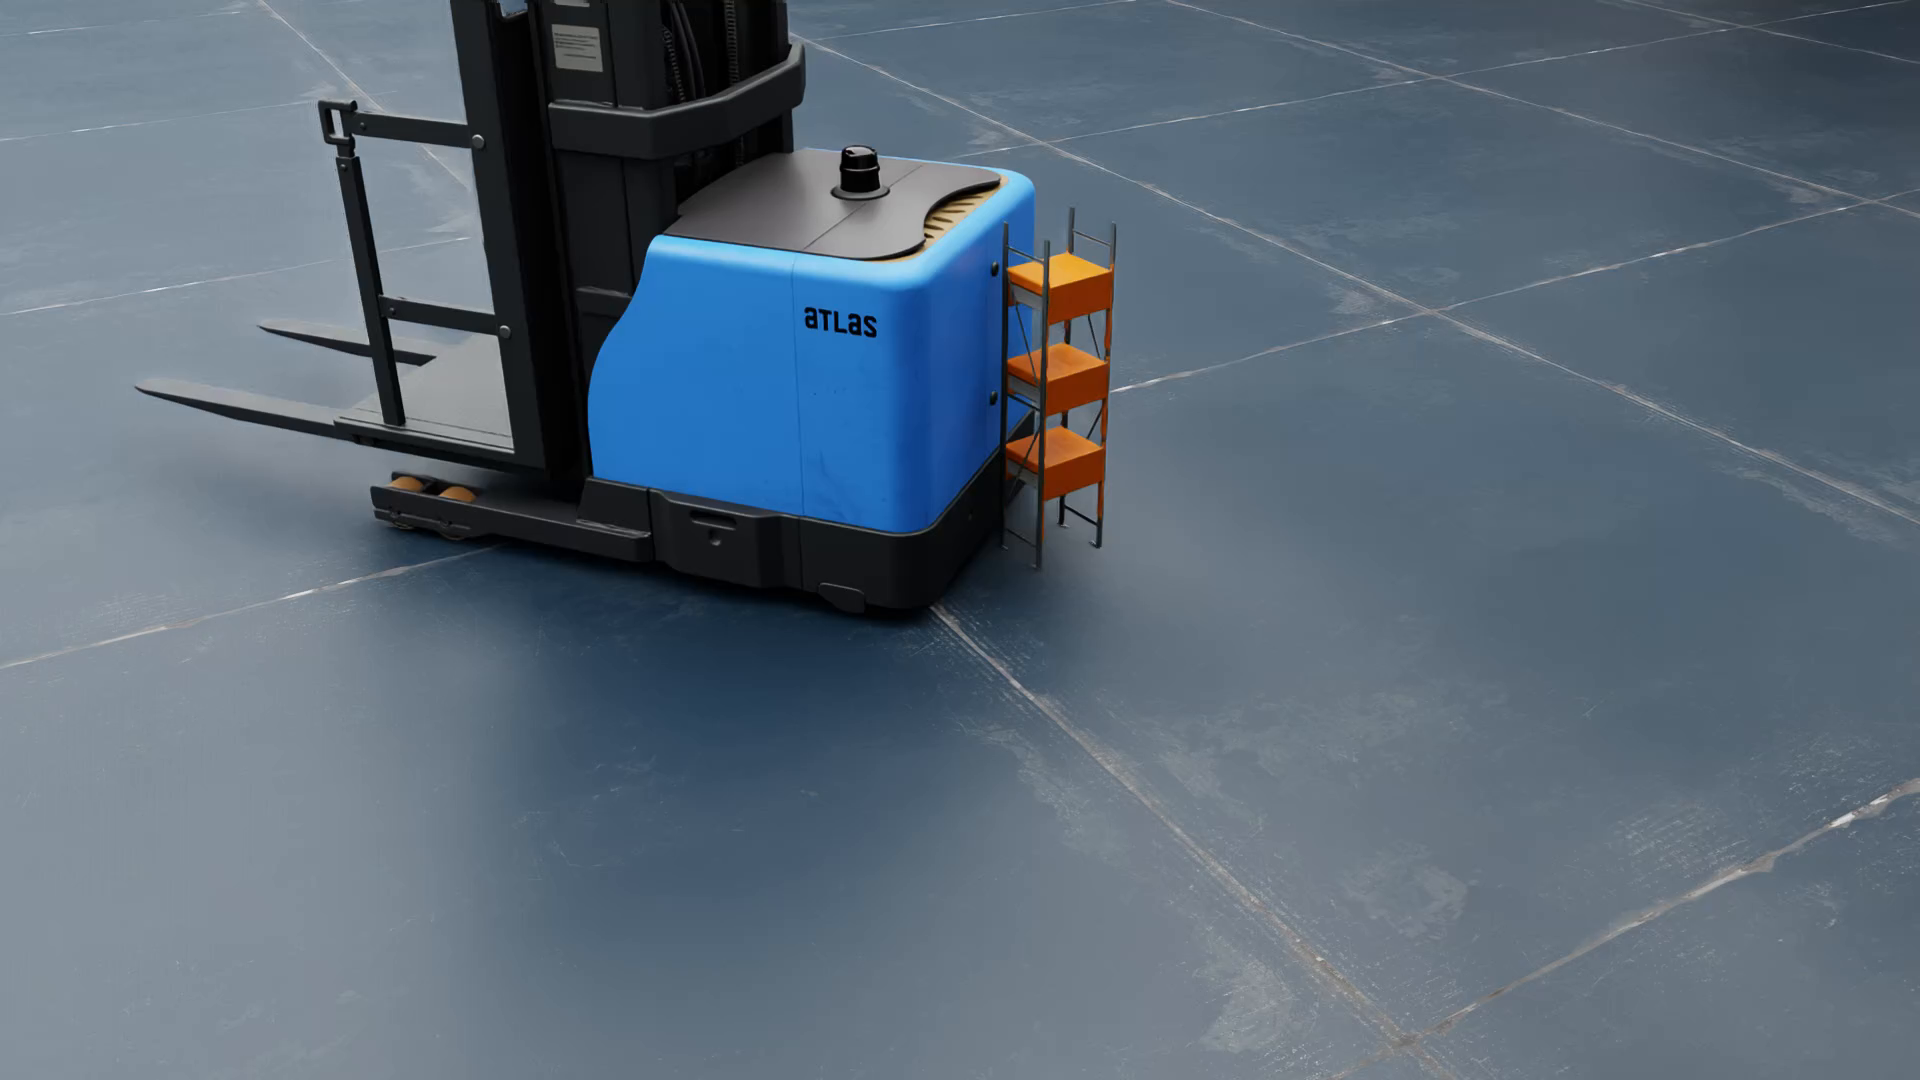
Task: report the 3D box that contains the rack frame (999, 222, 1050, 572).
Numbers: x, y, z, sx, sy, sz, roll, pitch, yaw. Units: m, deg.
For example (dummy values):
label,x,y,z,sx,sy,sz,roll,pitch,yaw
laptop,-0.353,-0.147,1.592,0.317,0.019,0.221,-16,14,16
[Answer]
label,x,y,z,sx,sy,sz,roll,pitch,yaw
rack frame,0.185,-0.403,4.893,0.008,1.050,0.200,-20,35,-32

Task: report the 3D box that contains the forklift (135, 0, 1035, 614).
label,x,y,z,sx,sy,sz,roll,pitch,yaw
forklift,-1.327,-1.507,4.947,3.031,2.935,1.130,11,31,18

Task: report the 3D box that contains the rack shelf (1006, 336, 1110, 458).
label,x,y,z,sx,sy,sz,roll,pitch,yaw
rack shelf,0.283,-0.429,4.963,0.240,0.259,0.215,-20,35,-32

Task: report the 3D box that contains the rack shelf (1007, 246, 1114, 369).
label,x,y,z,sx,sy,sz,roll,pitch,yaw
rack shelf,0.283,-0.677,4.825,0.240,0.259,0.215,-20,35,-32

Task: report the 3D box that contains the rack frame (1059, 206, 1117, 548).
label,x,y,z,sx,sy,sz,roll,pitch,yaw
rack frame,0.380,-0.473,5.021,0.008,1.050,0.200,-20,35,-32

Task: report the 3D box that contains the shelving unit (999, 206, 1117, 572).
label,x,y,z,sx,sy,sz,roll,pitch,yaw
shelving unit,0.283,-0.438,4.957,0.252,1.050,0.215,-20,35,-32

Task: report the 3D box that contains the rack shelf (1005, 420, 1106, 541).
label,x,y,z,sx,sy,sz,roll,pitch,yaw
rack shelf,0.283,-0.186,5.097,0.240,0.259,0.215,-20,35,-32
